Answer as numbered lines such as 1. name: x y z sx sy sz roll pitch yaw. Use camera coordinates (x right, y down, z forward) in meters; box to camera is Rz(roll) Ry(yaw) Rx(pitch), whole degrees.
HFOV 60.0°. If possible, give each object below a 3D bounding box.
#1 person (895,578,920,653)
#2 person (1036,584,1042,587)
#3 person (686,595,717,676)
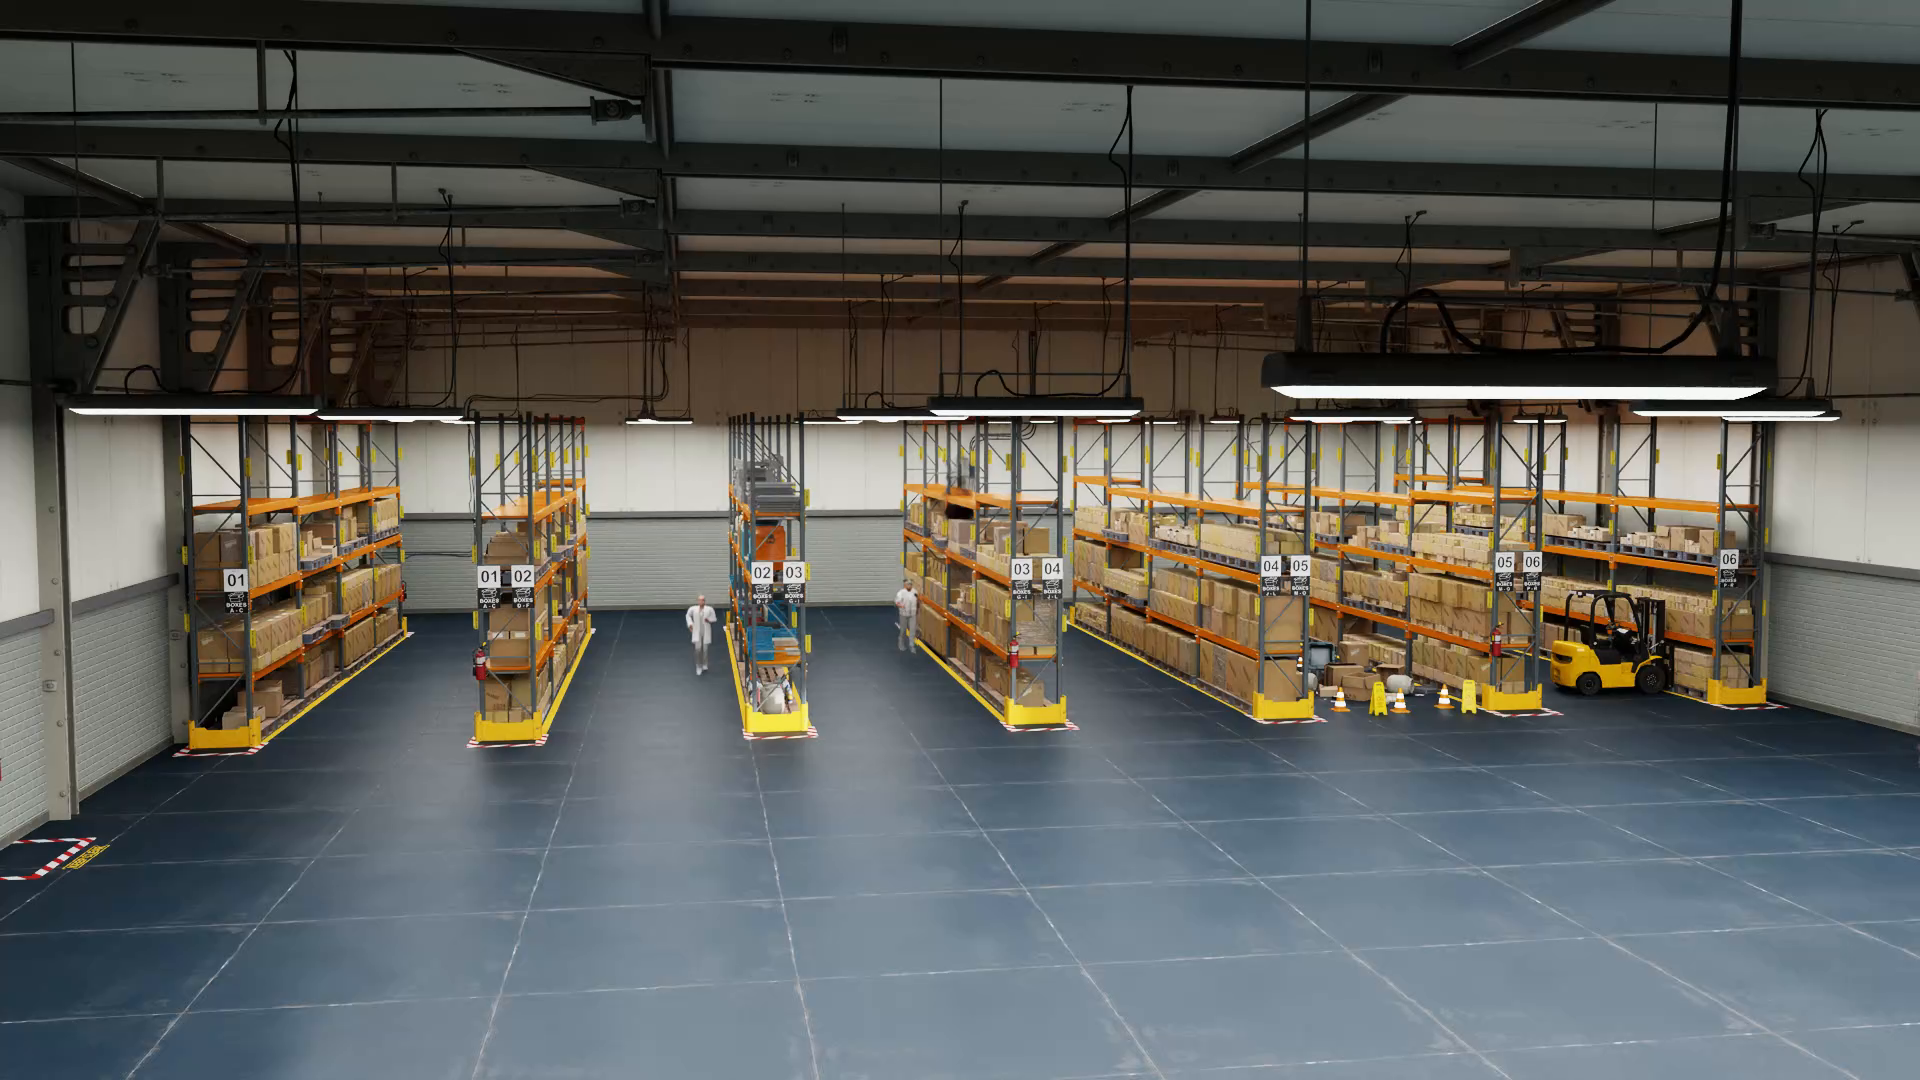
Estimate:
1. person: -1.264 1.821 40.413 0.648 1.807 0.859 -1 4 -19
2. person: 1.882 1.743 41.447 0.655 1.749 0.571 -1 4 -13
3. person: -6.014 2.196 38.718 0.694 1.822 0.876 -1 4 -10
